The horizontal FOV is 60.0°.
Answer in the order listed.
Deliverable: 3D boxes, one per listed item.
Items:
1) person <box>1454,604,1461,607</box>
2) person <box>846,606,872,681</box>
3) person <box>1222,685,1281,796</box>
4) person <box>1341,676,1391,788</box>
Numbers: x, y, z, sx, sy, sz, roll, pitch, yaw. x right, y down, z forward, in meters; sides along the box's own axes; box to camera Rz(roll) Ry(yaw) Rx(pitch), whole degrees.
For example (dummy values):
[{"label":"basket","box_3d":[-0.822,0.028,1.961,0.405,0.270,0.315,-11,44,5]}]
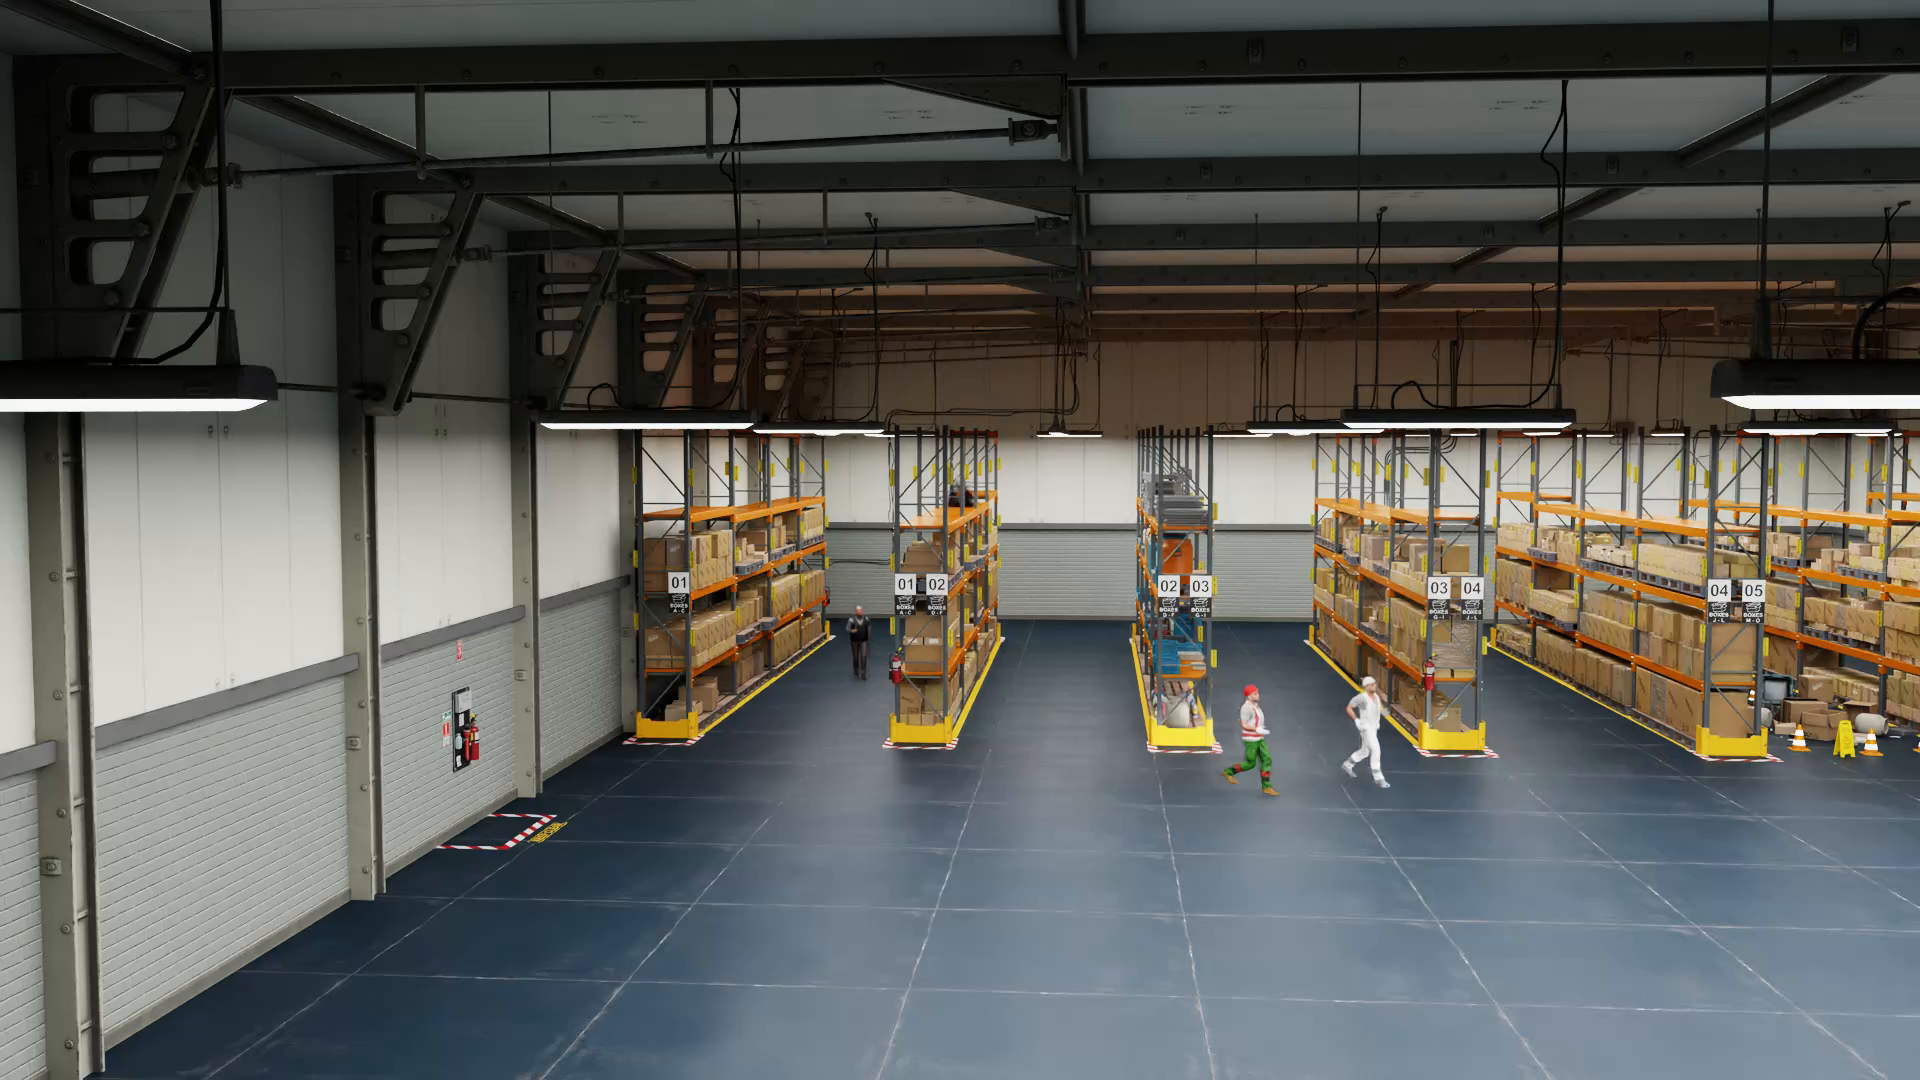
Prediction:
[{"label":"person","box_3d":[13.501,2.217,45.330,0.613,1.606,0.569,1,4,20]},{"label":"person","box_3d":[-2.409,2.447,39.779,0.655,1.724,0.950,-1,3,-9]},{"label":"person","box_3d":[4.731,3.227,26.908,0.957,1.774,0.671,2,4,30]},{"label":"person","box_3d":[6.785,3.158,27.662,0.928,1.804,0.633,3,5,43]}]
